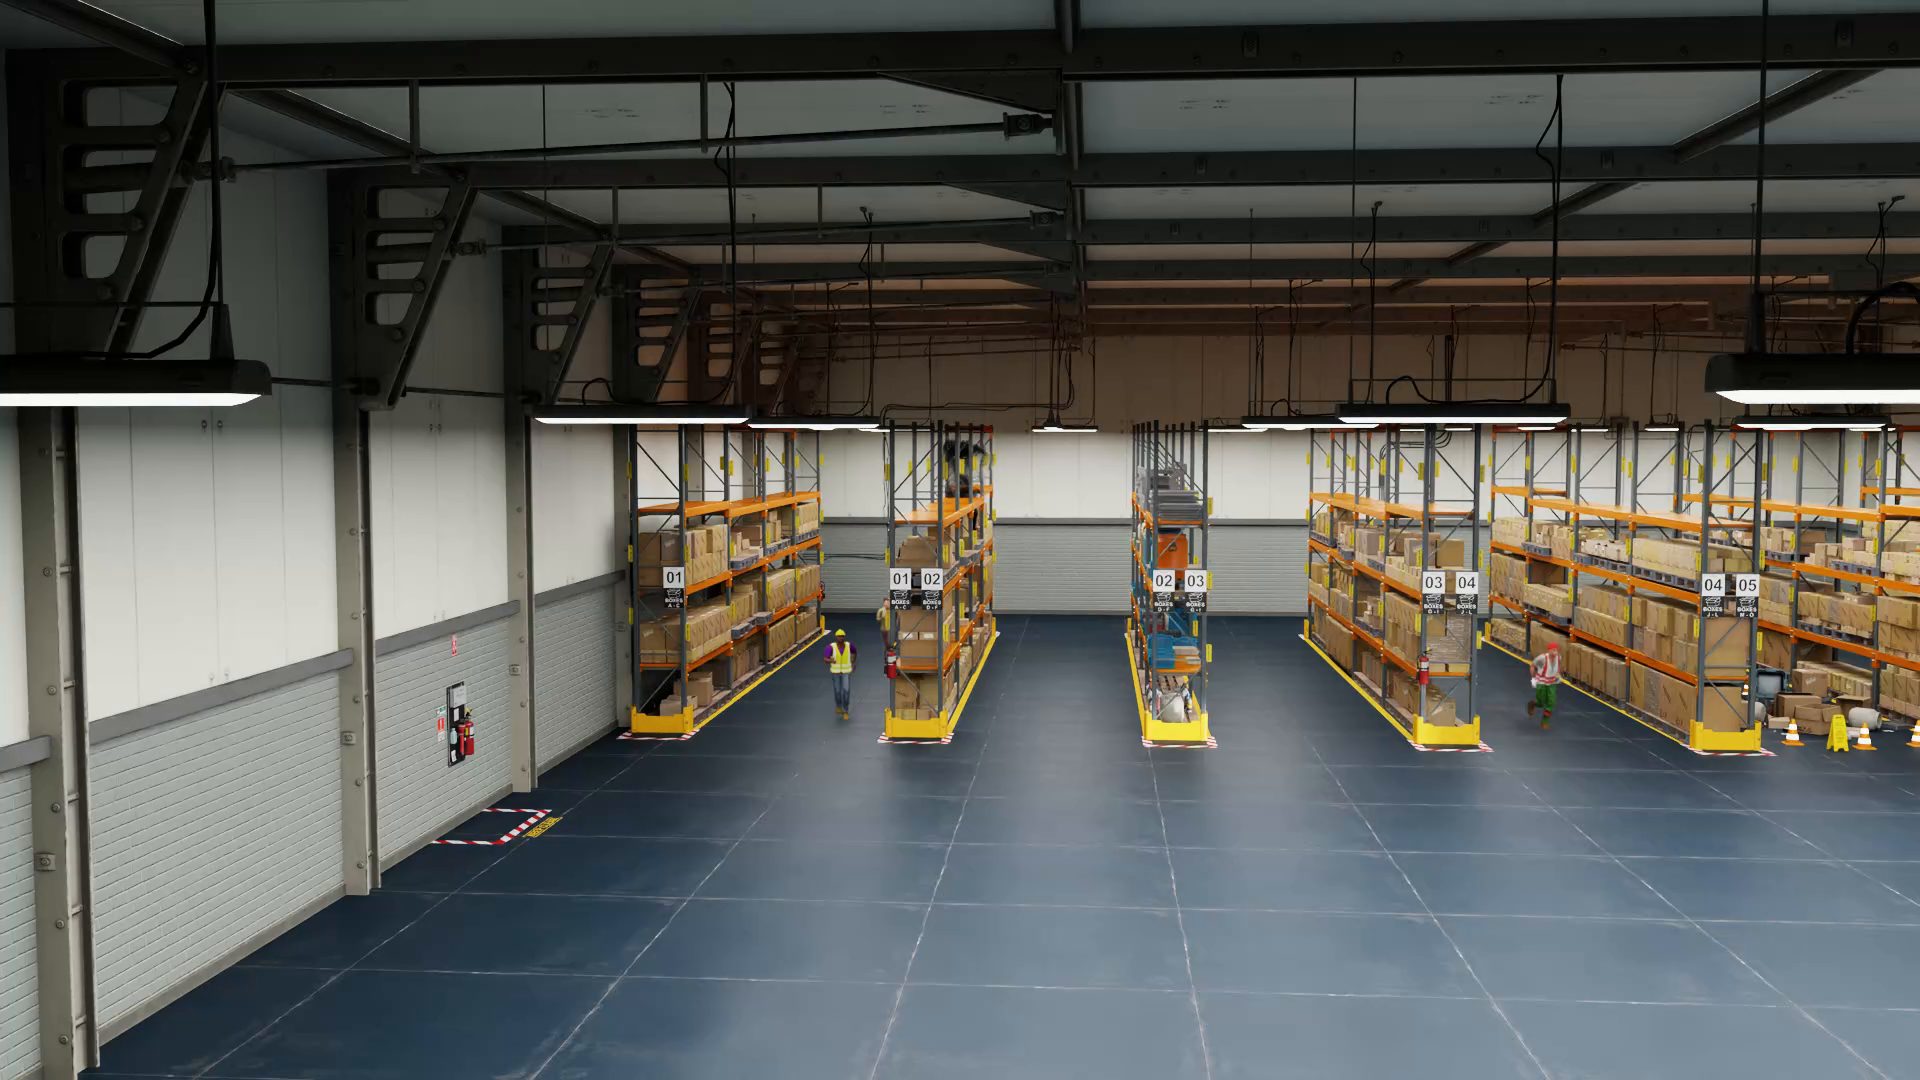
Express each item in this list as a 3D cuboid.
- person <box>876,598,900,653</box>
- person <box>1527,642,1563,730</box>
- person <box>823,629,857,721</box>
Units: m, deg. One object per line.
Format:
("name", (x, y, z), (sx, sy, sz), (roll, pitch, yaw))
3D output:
("person", (-1.787, 2.285, 41.414), (0.560, 1.720, 0.822), (0, 4, 7))
("person", (11.439, 2.827, 32.569), (0.658, 1.722, 0.908), (-1, 4, -17))
("person", (-2.426, 2.704, 33.603), (0.682, 1.813, 0.809), (0, 4, -4))
